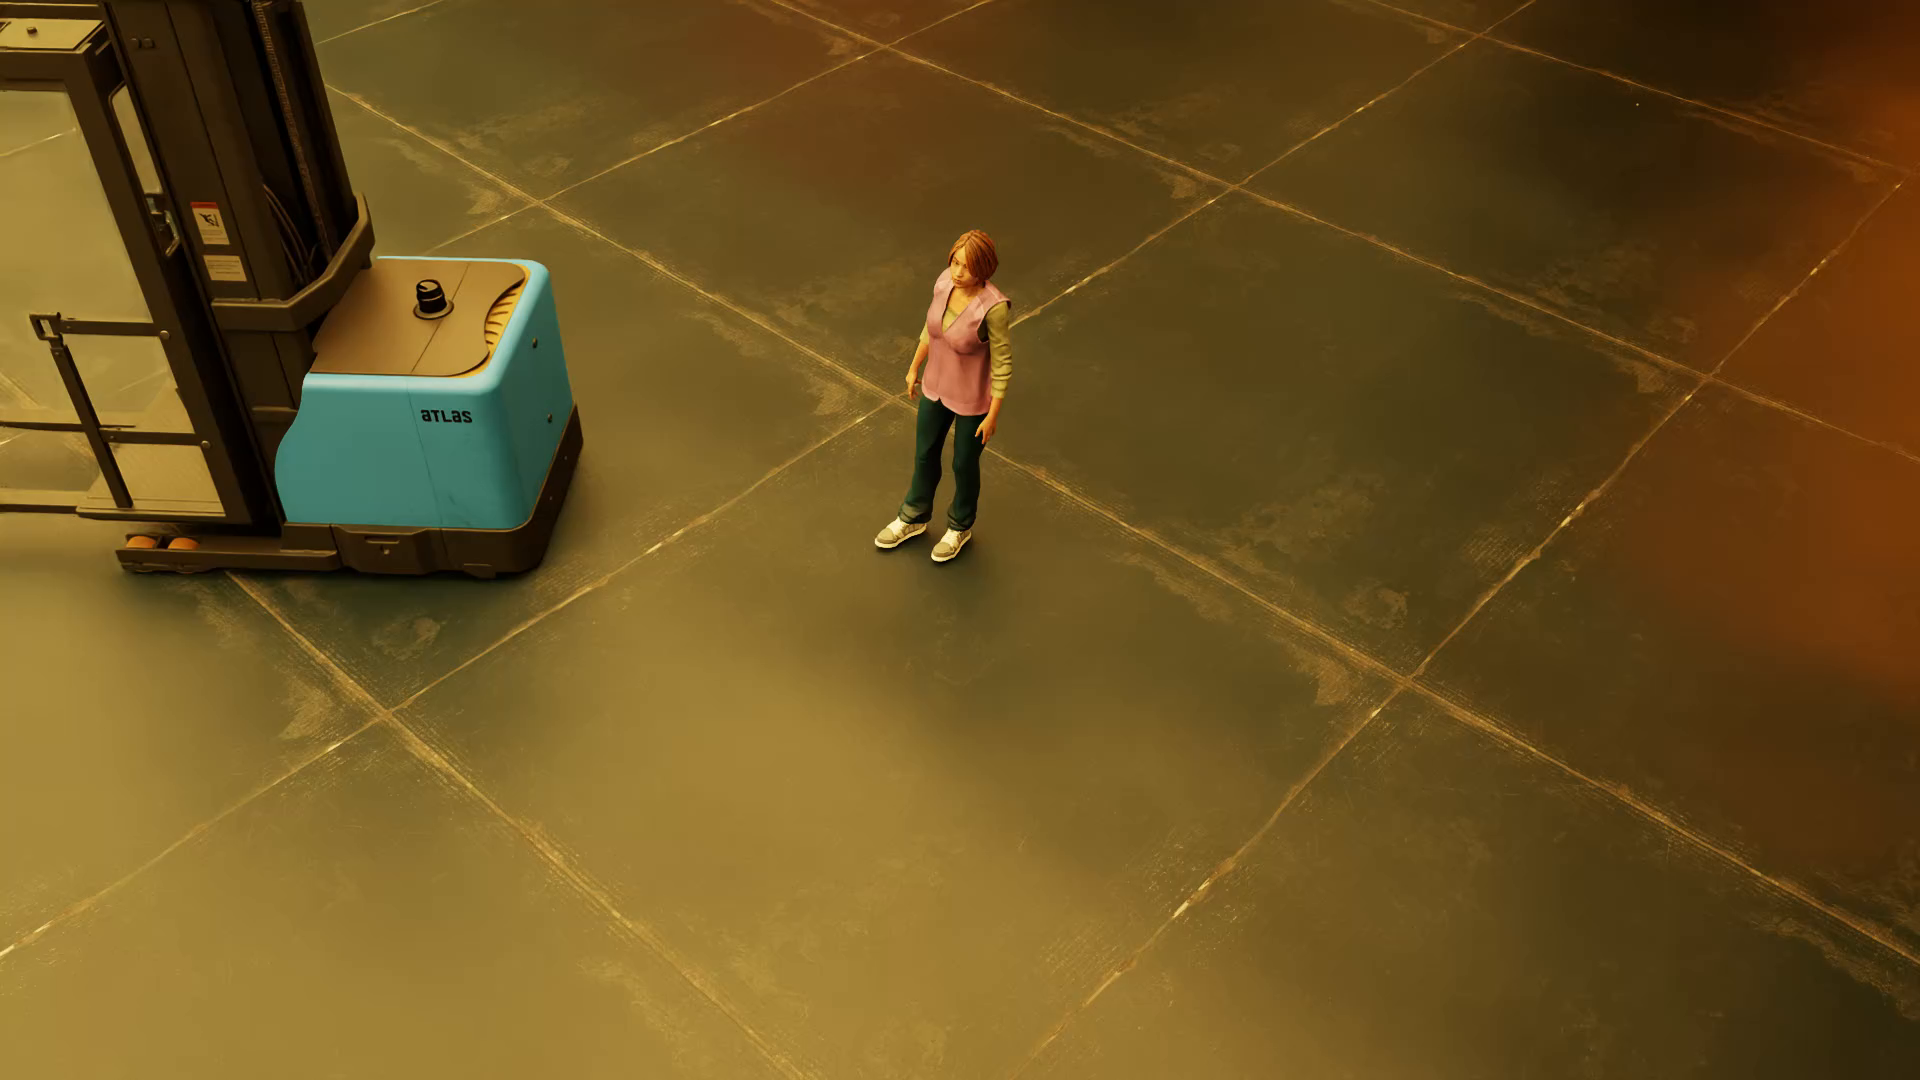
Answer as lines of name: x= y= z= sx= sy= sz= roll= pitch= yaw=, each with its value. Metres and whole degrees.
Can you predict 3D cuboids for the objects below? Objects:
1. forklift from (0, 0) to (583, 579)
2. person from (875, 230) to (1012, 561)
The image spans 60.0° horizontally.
forklift: x=-3.373 y=-1.302 z=6.945 sx=3.031 sy=2.935 sz=1.130 roll=2 pitch=41 yaw=2
person: x=-0.060 y=-0.582 z=7.121 sx=0.520 sy=1.596 sz=0.476 roll=31 pitch=49 yaw=31
